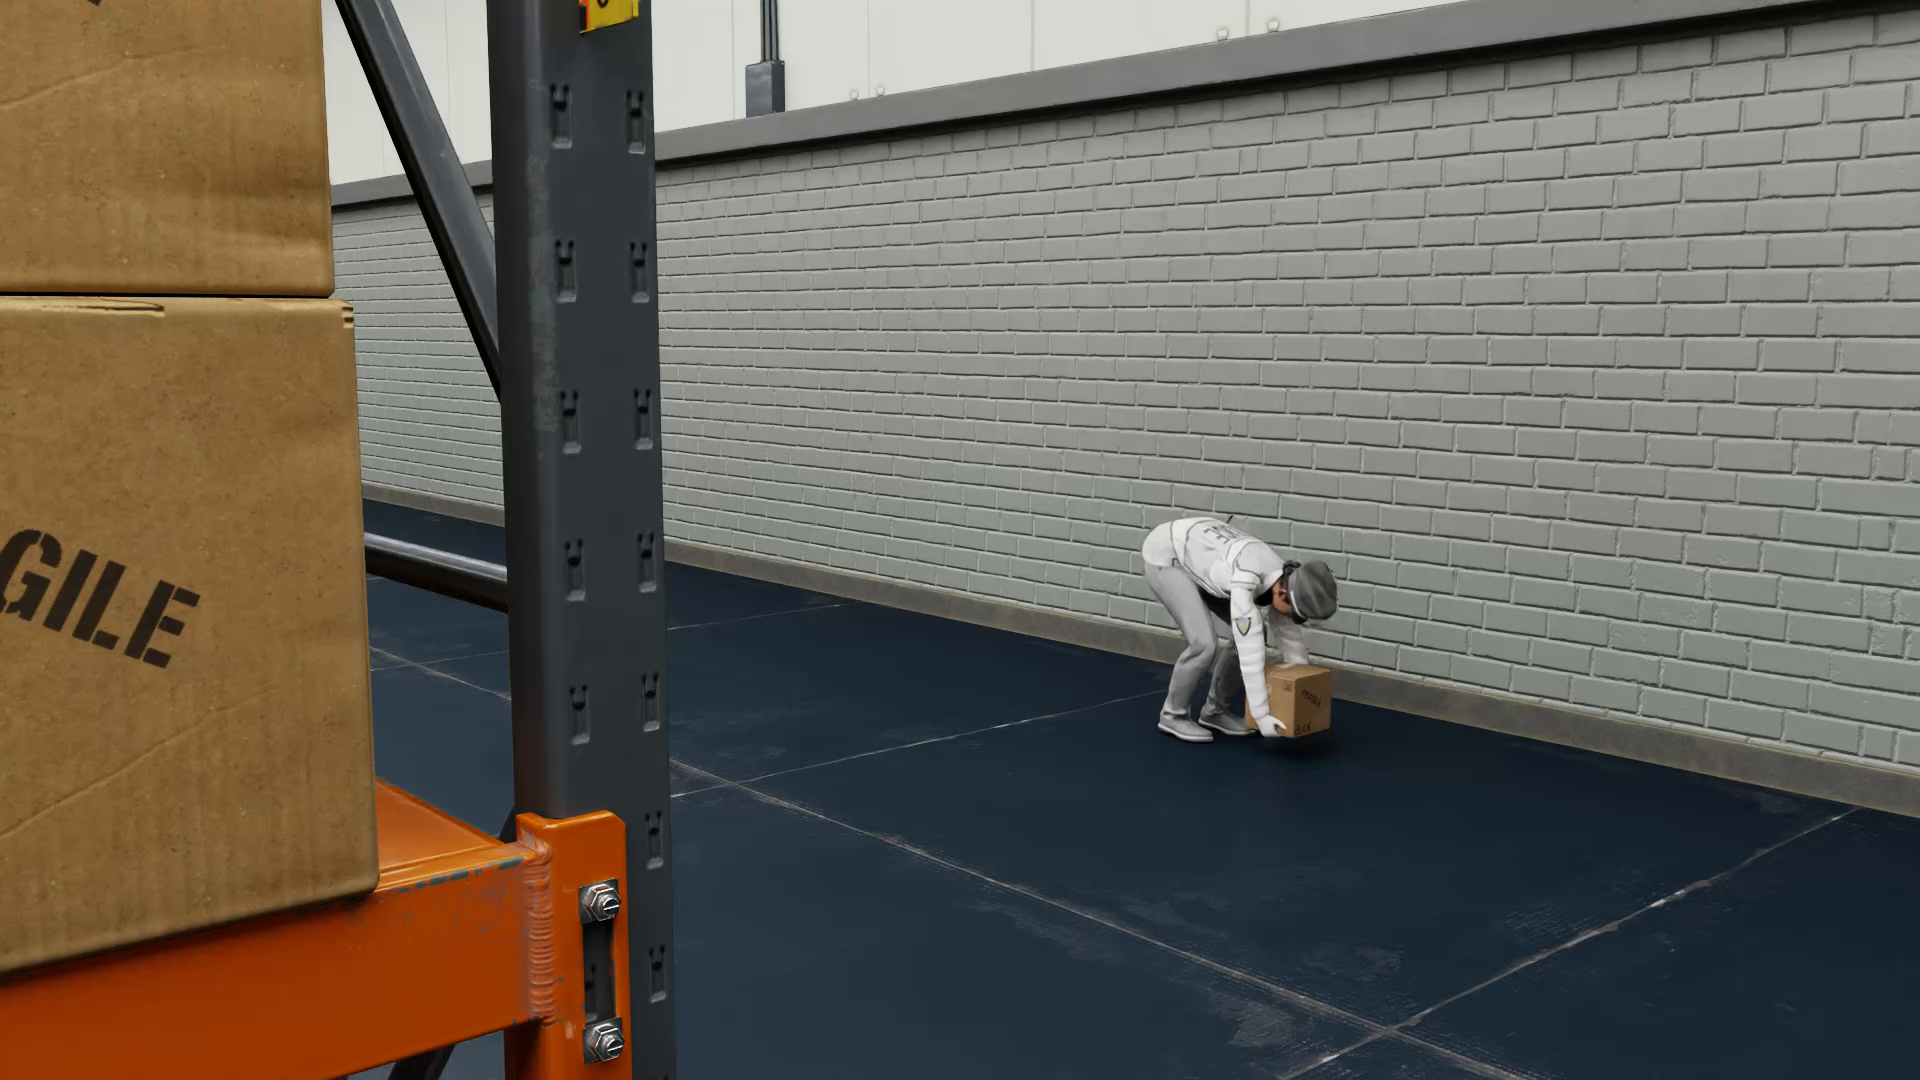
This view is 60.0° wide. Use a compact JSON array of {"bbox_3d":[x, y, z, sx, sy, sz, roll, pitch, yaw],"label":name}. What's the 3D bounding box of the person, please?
[{"bbox_3d":[1.174,0.392,7.066,0.437,0.947,0.891,-7,10,-44],"label":"person"}]
